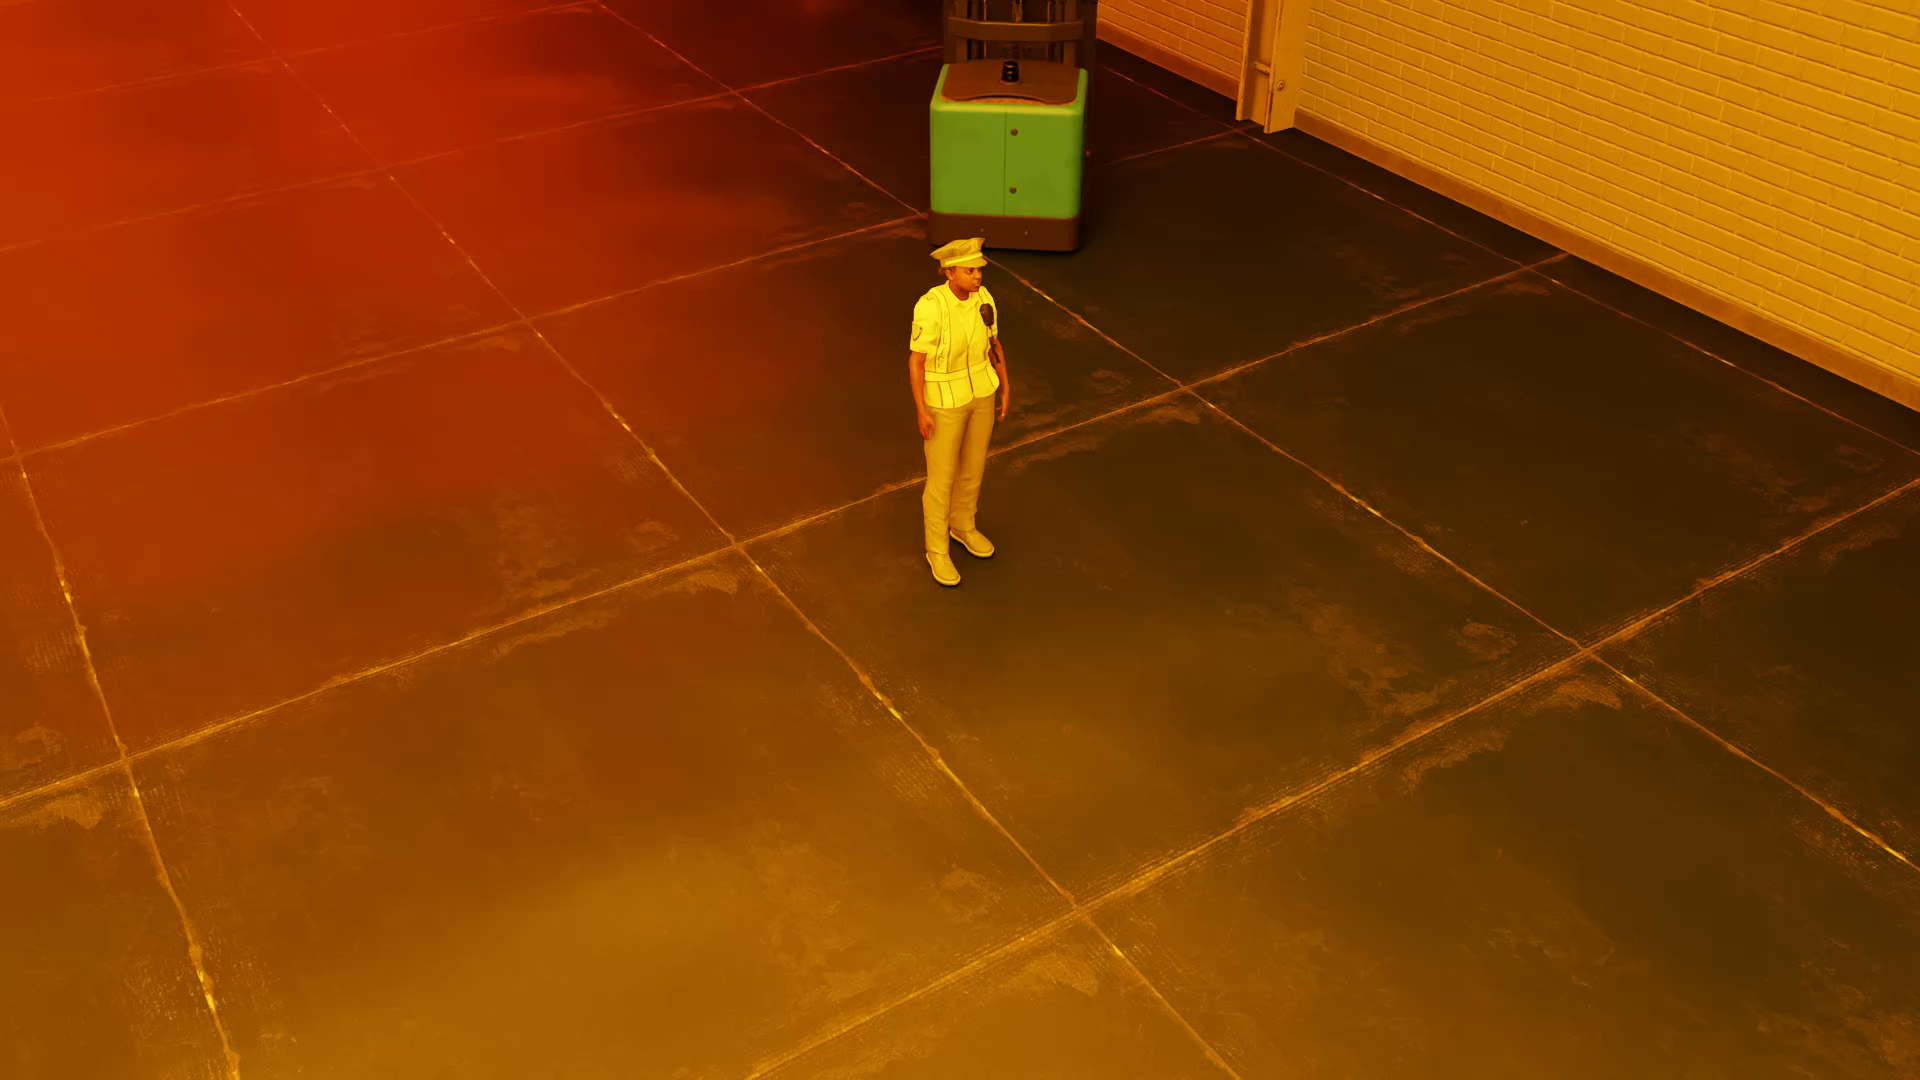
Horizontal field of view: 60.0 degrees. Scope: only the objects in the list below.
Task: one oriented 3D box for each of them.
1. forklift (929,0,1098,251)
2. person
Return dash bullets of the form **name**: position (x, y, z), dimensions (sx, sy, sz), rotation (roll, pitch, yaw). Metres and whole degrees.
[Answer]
- **forklift**: position (0.451, -4.007, 11.851), dimensions (1.130, 2.935, 3.031), rotation (3, 35, 5)
- **person**: position (0.025, -0.657, 8.145), dimensions (0.570, 1.697, 0.528), rotation (-21, 40, -27)
